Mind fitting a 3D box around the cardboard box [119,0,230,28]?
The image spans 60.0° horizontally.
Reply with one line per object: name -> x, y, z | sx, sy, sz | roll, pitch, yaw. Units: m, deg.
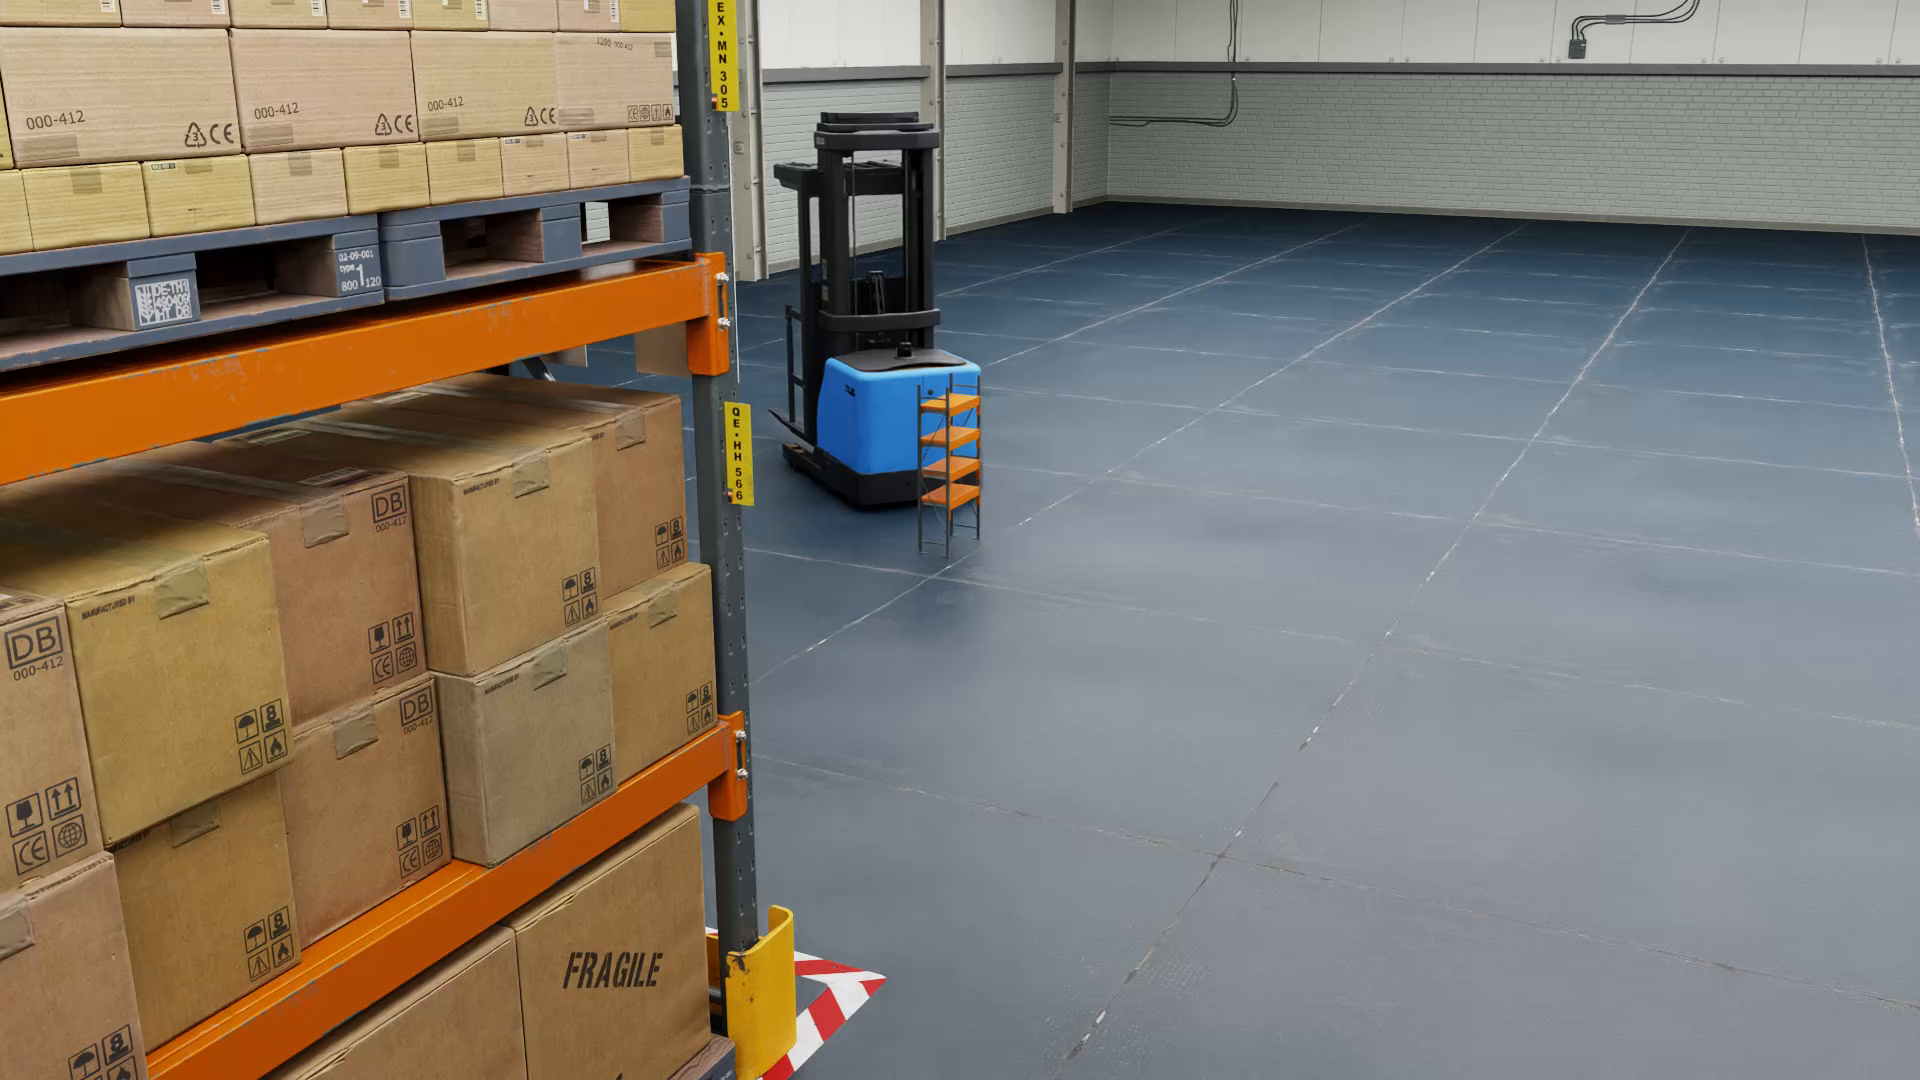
cardboard box -> -1.703, -1.104, 3.333 | 0.380, 0.149, 0.250 | 8, 18, 26

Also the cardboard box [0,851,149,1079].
cardboard box -> -2.235, 0.913, 3.418 | 0.875, 0.550, 0.550 | 8, 18, 25

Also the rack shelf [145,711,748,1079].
rack shelf -> -2.068, 1.182, 4.042 | 1.077, 0.370, 4.000 | 8, 18, 25

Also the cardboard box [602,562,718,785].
cardboard box -> -1.299, 0.356, 5.295 | 0.875, 0.550, 0.550 | 8, 18, 25

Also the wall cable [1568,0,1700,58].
wall cable -> 13.183, -12.363, 31.869 | 2.305, 6.003, 0.169 | 8, 18, 25

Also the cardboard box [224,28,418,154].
cardboard box -> -1.592, -1.015, 3.734 | 0.500, 0.250, 0.500 | 8, 18, 25

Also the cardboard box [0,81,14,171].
cardboard box -> -2.043, -0.758, 2.868 | 0.500, 0.250, 0.500 | 8, 18, 25

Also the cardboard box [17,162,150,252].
cardboard box -> -1.815, -0.658, 3.230 | 0.380, 0.149, 0.250 | 8, 18, 26

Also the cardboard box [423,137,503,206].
cardboard box -> -1.360, -0.918, 4.106 | 0.380, 0.149, 0.250 | 8, 18, 26

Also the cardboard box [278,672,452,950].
cardboard box -> -1.888, 0.625, 4.388 | 0.875, 0.550, 0.550 | 8, 18, 25

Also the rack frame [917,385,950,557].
rack frame -> -0.183, -0.471, 11.502 | 0.240, 1.200, 0.015 | 8, 18, 25

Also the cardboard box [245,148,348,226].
cardboard box -> -1.588, -0.788, 3.669 | 0.380, 0.149, 0.250 | 8, 18, 26

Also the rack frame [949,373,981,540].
rack frame -> 0.035, -0.595, 11.921 | 0.240, 1.200, 0.015 | 8, 18, 25

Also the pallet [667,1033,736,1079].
pallet -> -1.461, 1.878, 5.332 | 1.003, 0.211, 1.213 | 8, 18, 25

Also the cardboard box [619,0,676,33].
cardboard box -> -1.021, -1.493, 4.641 | 0.380, 0.149, 0.250 | 8, 18, 26

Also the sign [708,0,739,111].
sign -> -0.695, -1.425, 4.868 | 0.100, 0.325, 0.005 | 8, 18, 25

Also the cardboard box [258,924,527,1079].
cardboard box -> -1.809, 1.550, 4.532 | 0.875, 0.875, 0.875 | 8, 18, 25

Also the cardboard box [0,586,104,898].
cardboard box -> -2.260, 0.392, 3.276 | 0.875, 0.550, 0.550 | 8, 18, 25

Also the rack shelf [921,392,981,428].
rack shelf -> -0.074, -0.910, 11.600 | 0.258, 0.148, 0.480 | 8, 18, 25

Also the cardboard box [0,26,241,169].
cardboard box -> -1.818, -0.887, 3.302 | 0.500, 0.250, 0.500 | 8, 18, 26

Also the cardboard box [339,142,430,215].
cardboard box -> -1.474, -0.852, 3.886 | 0.380, 0.149, 0.250 | 8, 18, 25

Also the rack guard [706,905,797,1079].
rack guard -> -1.163, 1.519, 6.031 | 1.175, 0.500, 0.348 | 8, 18, 25

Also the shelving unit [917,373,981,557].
shelving unit -> -0.074, -0.533, 11.712 | 0.258, 1.200, 0.503 | 8, 18, 25

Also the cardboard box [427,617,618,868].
cardboard box -> -1.526, 0.498, 4.814 | 0.875, 0.550, 0.550 | 8, 18, 25

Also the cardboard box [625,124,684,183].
cardboard box -> -1.019, -1.112, 4.759 | 0.380, 0.149, 0.250 | 8, 18, 25

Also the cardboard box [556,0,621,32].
cardboard box -> -1.134, -1.429, 4.428 | 0.380, 0.149, 0.250 | 8, 18, 26

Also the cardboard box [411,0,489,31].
cardboard box -> -1.363, -1.298, 3.985 | 0.380, 0.149, 0.250 | 8, 19, 26

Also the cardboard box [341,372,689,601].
cardboard box -> -1.375, -0.173, 5.178 | 0.875, 0.550, 0.550 | 8, 18, 25

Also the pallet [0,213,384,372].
pallet -> -2.040, -0.566, 3.549 | 1.003, 0.211, 1.213 | 8, 18, 25

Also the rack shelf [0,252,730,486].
rack shelf -> -2.068, -0.256, 3.615 | 1.077, 0.370, 4.000 | 8, 18, 25

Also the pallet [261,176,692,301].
pallet -> -1.496, -0.878, 4.599 | 1.003, 0.211, 1.213 | 8, 18, 25

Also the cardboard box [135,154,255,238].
cardboard box -> -1.701, -0.723, 3.451 | 0.380, 0.149, 0.250 | 8, 18, 26

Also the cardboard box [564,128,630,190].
cardboard box -> -1.133, -1.048, 4.543 | 0.380, 0.149, 0.250 | 8, 18, 26

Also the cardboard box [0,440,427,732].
cardboard box -> -1.910, 0.104, 4.244 | 0.875, 0.550, 0.550 | 8, 18, 25

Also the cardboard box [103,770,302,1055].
cardboard box -> -2.088, 0.765, 3.916 | 0.875, 0.550, 0.500 | 8, 18, 25

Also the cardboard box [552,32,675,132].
cardboard box -> -1.143, -1.270, 4.593 | 0.500, 0.250, 0.500 | 8, 18, 26

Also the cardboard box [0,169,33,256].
cardboard box -> -1.927, -0.595, 3.018 | 0.380, 0.149, 0.250 | 8, 18, 25

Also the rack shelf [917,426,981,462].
rack shelf -> -0.074, -0.683, 11.667 | 0.258, 0.148, 0.480 | 8, 18, 25

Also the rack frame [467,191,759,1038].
rack frame -> -1.174, 0.327, 5.654 | 1.000, 3.000, 0.127 | 8, 18, 25

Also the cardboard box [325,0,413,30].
cardboard box -> -1.475, -1.234, 3.772 | 0.380, 0.149, 0.250 | 8, 18, 26

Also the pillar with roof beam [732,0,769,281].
pillar with roof beam -> 0.687, -7.758, 22.338 | 9.100, 9.000, 0.400 | 8, 18, 25

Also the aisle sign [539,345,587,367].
aisle sign -> -1.411, -0.975, 5.474 | 0.394, 0.787, 0.004 | 8, 18, 25

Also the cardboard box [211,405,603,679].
cardboard box -> -1.538, -0.021, 4.666 | 0.875, 0.550, 0.550 | 8, 18, 25

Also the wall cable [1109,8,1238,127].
wall cable -> 4.697, -10.456, 36.875 | 3.097, 2.526, 0.112 | 8, 18, 25

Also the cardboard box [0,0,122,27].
cardboard box -> -1.815, -1.040, 3.116 | 0.380, 0.149, 0.250 | 8, 18, 25

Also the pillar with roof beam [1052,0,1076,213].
pillar with roof beam -> 6.049, -10.814, 32.629 | 9.100, 9.000, 0.400 | 8, 18, 25

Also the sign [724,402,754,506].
sign -> -0.695, -0.269, 5.211 | 0.100, 0.325, 0.005 | 8, 18, 25

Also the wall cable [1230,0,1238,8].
wall cable -> 7.118, -12.532, 34.998 | 3.097, 2.526, 0.112 | 8, 18, 25

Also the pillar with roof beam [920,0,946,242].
pillar with roof beam -> 3.368, -9.286, 27.484 | 9.100, 9.000, 0.400 | 8, 18, 25

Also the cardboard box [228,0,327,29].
cardboard box -> -1.589, -1.169, 3.551 | 0.380, 0.149, 0.250 | 8, 18, 25

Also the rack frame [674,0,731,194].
rack frame -> -1.174, -2.549, 4.800 | 1.000, 3.000, 0.127 | 8, 18, 25

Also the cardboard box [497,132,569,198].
cardboard box -> -1.247, -0.982, 4.322 | 0.380, 0.149, 0.250 | 8, 18, 26

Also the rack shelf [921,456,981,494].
rack shelf -> -0.074, -0.469, 11.731 | 0.258, 0.148, 0.480 | 8, 18, 25

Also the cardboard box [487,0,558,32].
cardboard box -> -1.248, -1.364, 4.208 | 0.380, 0.149, 0.250 | 8, 19, 26

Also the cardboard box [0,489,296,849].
cardboard box -> -2.030, 0.256, 3.734 | 0.875, 0.550, 0.500 | 8, 18, 25

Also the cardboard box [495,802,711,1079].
cardboard box -> -1.418, 1.326, 5.287 | 0.875, 0.875, 0.875 | 8, 18, 26

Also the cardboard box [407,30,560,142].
cardboard box -> -1.367, -1.143, 4.164 | 0.500, 0.250, 0.500 | 8, 18, 25

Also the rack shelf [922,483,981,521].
rack shelf -> -0.074, -0.278, 11.787 | 0.258, 0.148, 0.480 | 8, 18, 25

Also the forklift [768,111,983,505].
forklift -> -0.867, -2.049, 13.776 | 1.130, 2.935, 3.031 | -7, 18, -22

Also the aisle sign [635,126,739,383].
aisle sign -> -0.874, -0.899, 5.217 | 0.394, 0.787, 0.004 | 8, 18, 25
